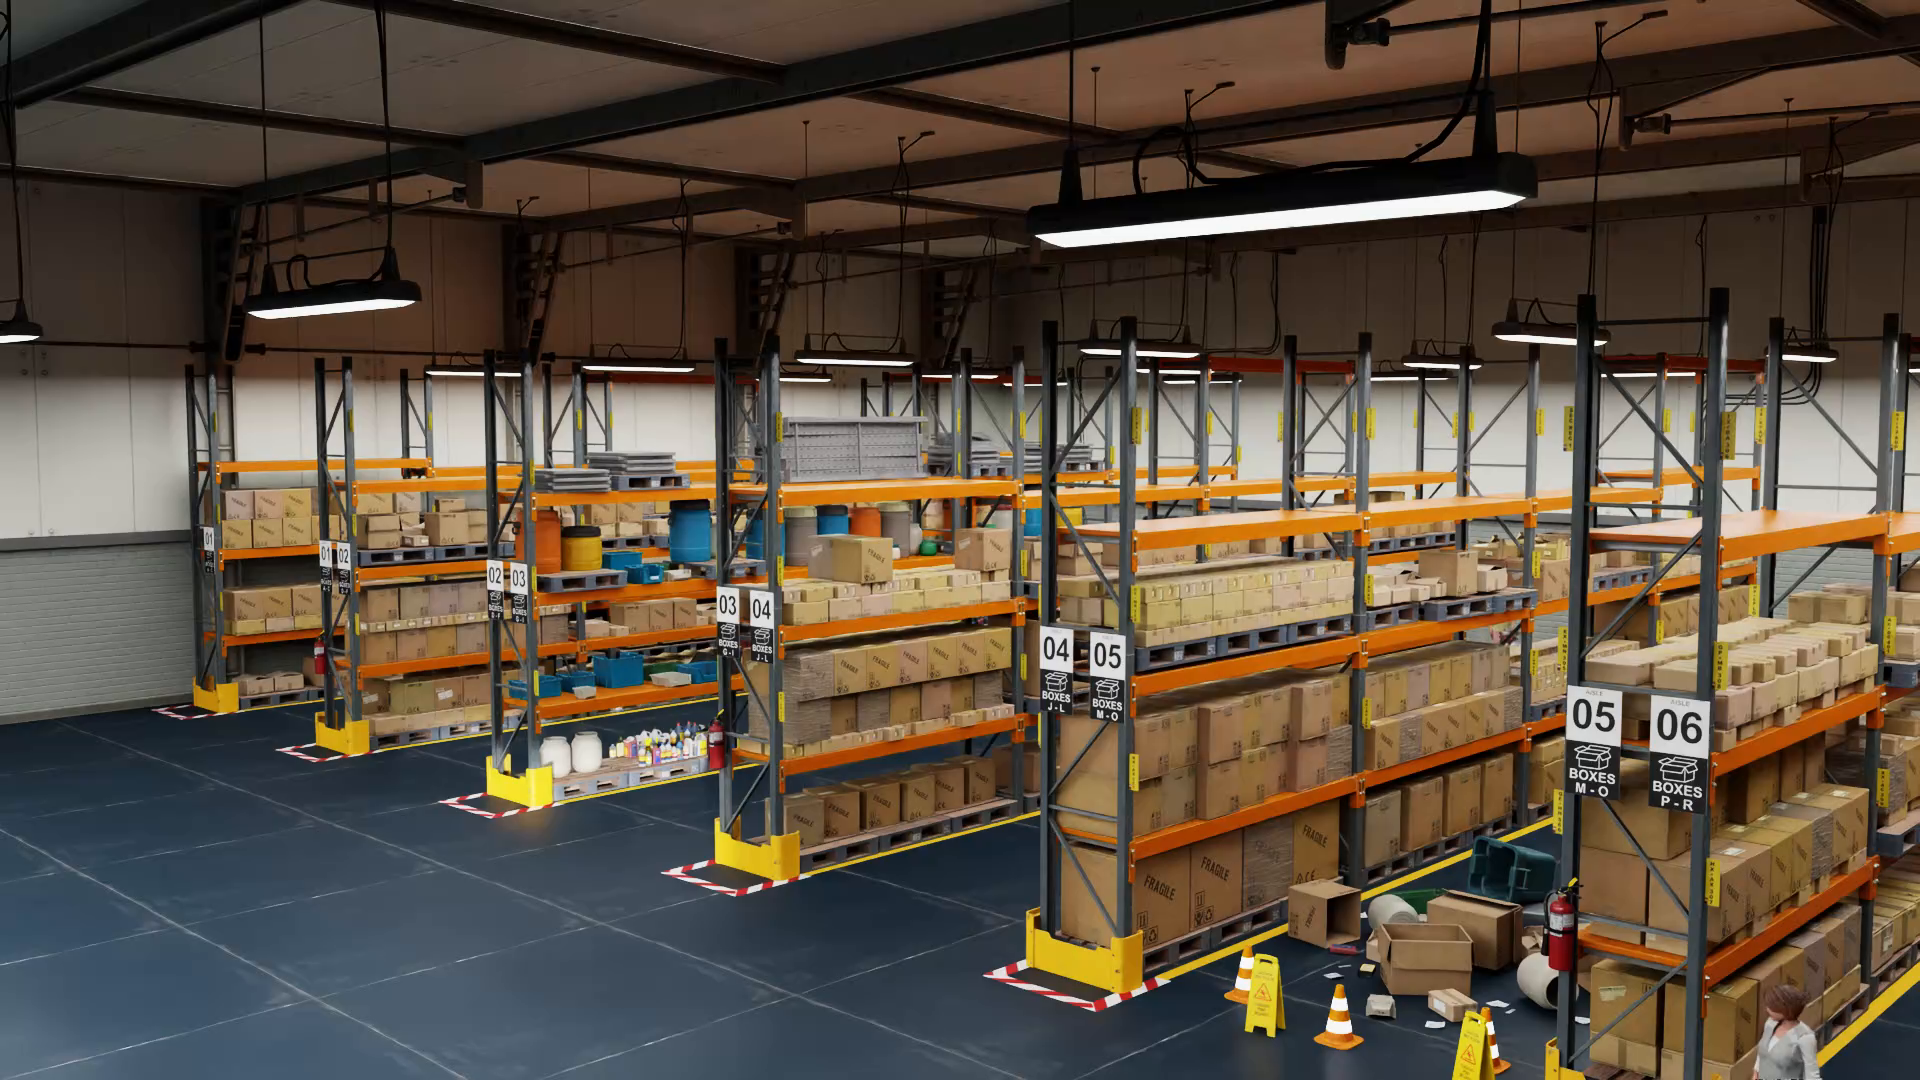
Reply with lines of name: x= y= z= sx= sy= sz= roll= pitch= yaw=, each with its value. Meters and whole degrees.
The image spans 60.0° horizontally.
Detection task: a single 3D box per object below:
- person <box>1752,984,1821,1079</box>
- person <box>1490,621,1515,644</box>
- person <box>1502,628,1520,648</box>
person: x=5.191 y=3.575 z=10.520 sx=0.835 sy=1.553 sz=0.461 roll=-1 pitch=4 yaw=-12
person: x=10.709 y=1.835 z=32.839 sx=0.453 sy=1.682 sz=0.860 roll=1 pitch=4 yaw=10
person: x=9.030 y=2.248 z=27.291 sx=0.441 sy=1.615 sz=1.033 roll=4 pitch=6 yaw=42
